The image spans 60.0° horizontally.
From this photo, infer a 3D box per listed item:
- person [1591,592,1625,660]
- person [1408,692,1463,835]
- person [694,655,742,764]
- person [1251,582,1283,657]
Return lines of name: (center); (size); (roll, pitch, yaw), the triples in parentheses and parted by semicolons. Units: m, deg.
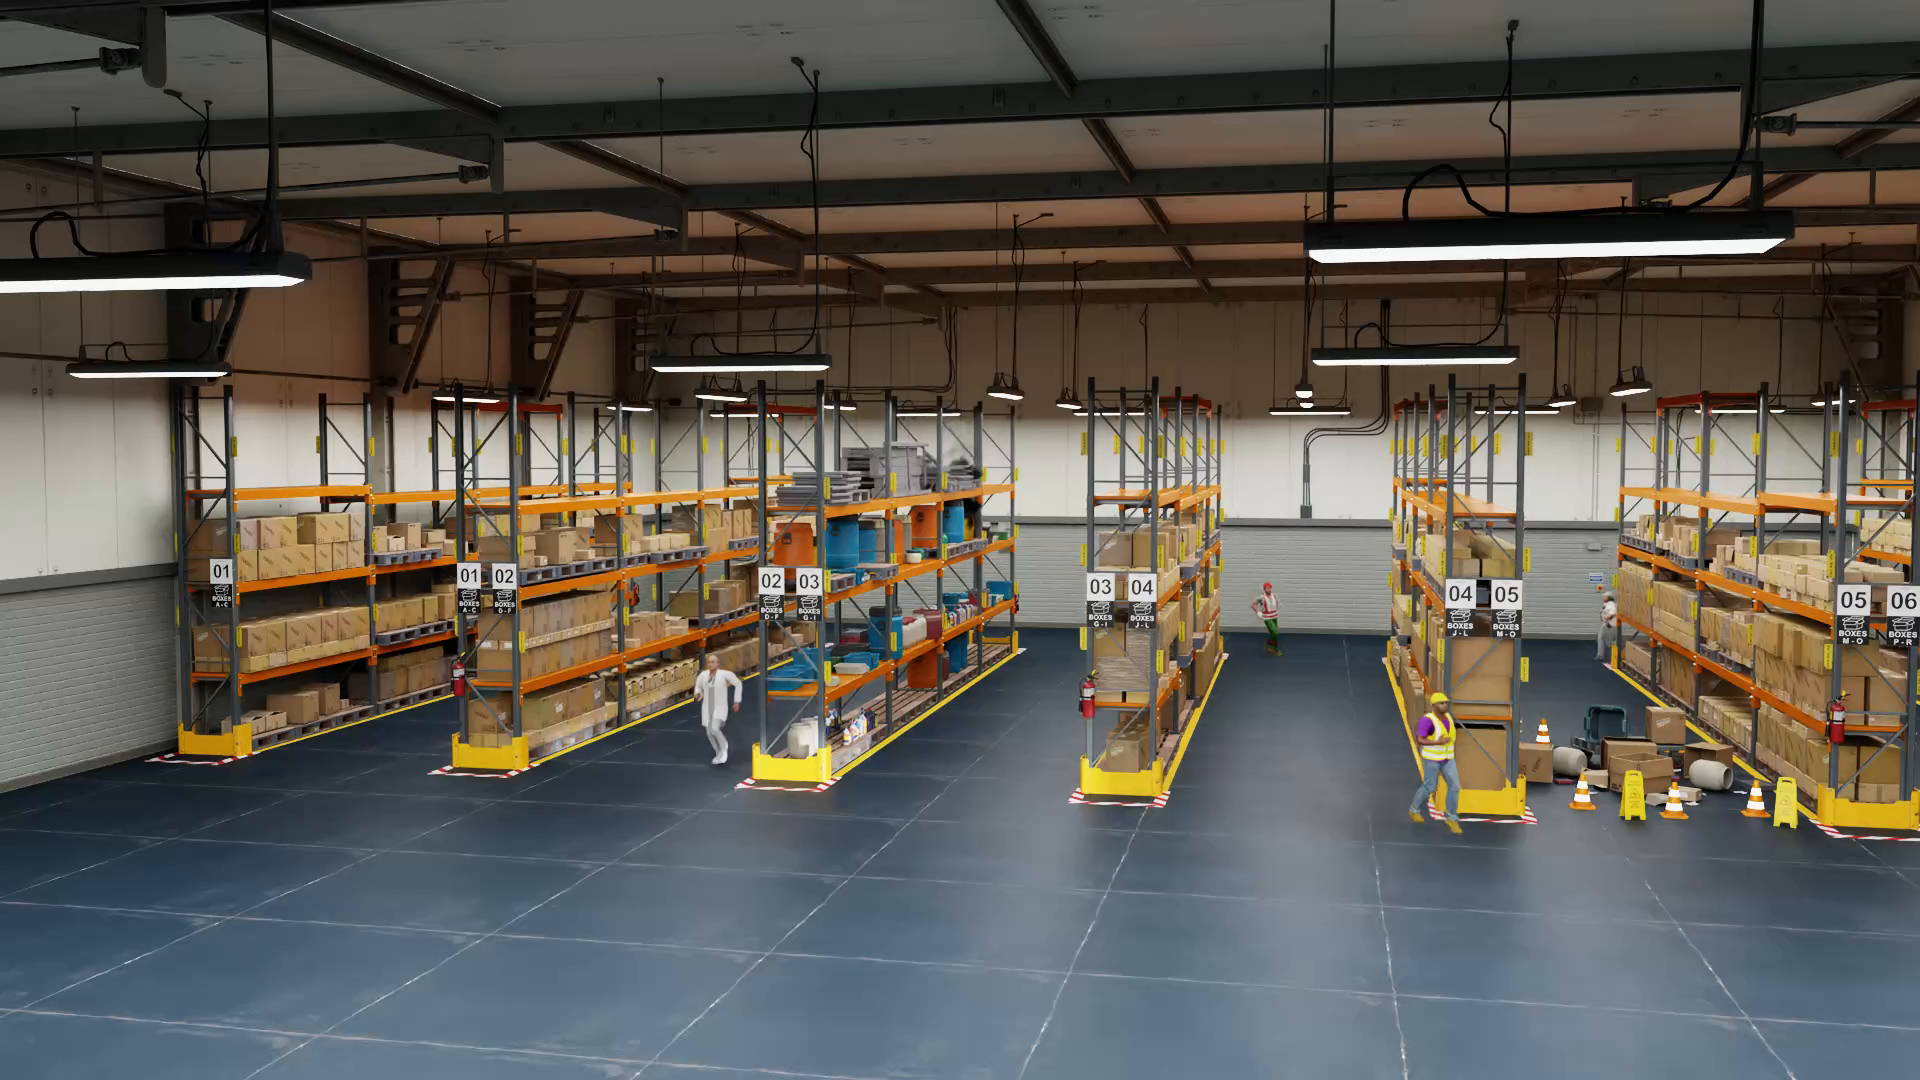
person: (15.209, 2.042, 38.871); (0.801, 1.651, 0.643); (1, 3, 17)
person: (6.223, 2.905, 21.742); (0.692, 1.843, 0.766); (-2, 4, -25)
person: (-3.844, 2.672, 26.138); (0.727, 1.734, 0.792); (1, 3, 18)
person: (7.371, 1.906, 39.741); (0.659, 1.801, 0.736); (-2, 4, -33)
